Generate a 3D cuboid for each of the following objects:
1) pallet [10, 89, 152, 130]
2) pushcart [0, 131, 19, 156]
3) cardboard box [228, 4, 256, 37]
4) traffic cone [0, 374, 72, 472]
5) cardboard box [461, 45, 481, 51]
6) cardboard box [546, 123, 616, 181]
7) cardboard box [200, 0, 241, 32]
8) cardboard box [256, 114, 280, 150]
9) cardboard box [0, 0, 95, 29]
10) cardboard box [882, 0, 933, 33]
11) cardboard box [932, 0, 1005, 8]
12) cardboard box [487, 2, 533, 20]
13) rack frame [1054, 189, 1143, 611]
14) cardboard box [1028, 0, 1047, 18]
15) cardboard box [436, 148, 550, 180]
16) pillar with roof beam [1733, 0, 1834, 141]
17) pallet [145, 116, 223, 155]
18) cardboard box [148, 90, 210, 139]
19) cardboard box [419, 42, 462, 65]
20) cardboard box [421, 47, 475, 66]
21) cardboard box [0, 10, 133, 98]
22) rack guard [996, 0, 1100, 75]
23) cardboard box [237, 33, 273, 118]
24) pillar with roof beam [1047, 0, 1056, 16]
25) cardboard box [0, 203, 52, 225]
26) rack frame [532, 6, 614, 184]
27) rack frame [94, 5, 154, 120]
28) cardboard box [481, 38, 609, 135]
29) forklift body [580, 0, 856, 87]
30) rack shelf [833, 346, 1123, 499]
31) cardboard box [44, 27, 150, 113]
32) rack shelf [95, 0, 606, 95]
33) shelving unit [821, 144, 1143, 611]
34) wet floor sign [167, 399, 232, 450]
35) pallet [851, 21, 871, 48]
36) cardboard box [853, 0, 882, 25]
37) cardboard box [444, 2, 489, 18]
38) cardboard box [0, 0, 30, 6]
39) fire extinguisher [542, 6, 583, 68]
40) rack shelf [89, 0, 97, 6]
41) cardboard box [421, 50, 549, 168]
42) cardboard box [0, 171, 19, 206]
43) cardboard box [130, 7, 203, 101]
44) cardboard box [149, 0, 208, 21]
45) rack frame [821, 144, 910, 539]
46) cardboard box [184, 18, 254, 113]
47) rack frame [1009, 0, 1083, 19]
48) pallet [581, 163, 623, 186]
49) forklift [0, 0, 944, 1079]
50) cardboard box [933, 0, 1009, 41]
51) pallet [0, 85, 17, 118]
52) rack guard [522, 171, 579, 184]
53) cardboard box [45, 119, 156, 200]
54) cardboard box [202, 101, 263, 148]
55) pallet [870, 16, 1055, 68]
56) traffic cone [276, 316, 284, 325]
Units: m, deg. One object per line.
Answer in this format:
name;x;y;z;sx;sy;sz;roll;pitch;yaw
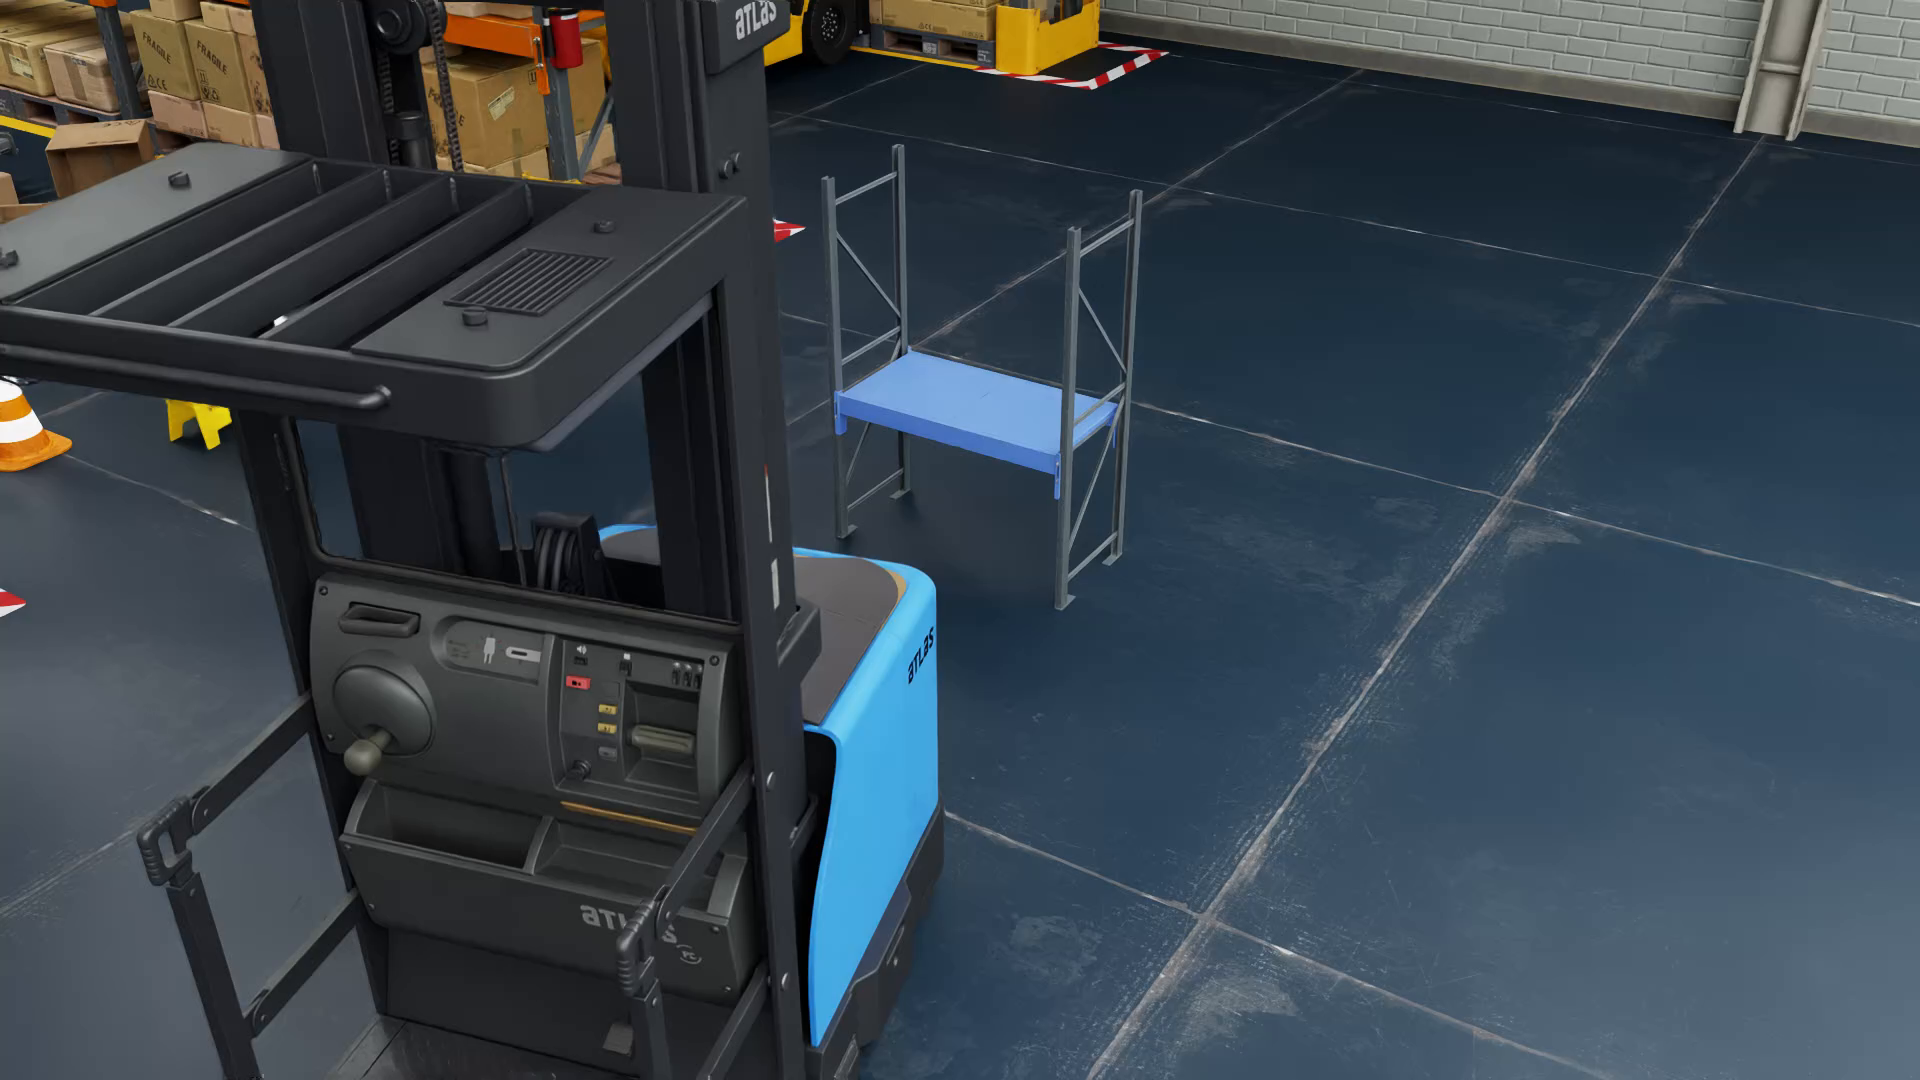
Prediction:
pallet;-5.992;-3.159;11.955;1.213;0.211;1.003;18;35;27
pushcart;-6.501;-2.036;9.866;0.936;0.377;1.648;6;31;10
cardboard box;-4.236;-3.213;10.205;0.250;0.149;0.380;20;36;30
traffic cone;-4.185;-0.597;7.313;0.334;0.463;0.336;18;35;27
cardboard box;-2.946;-2.880;10.277;0.500;0.500;0.500;16;34;26
cardboard box;-2.480;-2.412;10.219;0.500;0.250;0.500;17;34;27
cardboard box;-4.465;-3.284;10.326;0.250;0.149;0.380;19;35;29
cardboard box;-4.067;-2.597;10.536;0.500;0.250;0.500;17;34;27
cardboard box;-6.978;-3.718;12.337;0.625;0.372;0.950;19;35;29
cardboard box;-0.290;-4.325;13.499;0.500;0.250;0.500;18;35;27
cardboard box;0.113;-4.410;13.148;0.500;0.250;0.500;17;34;27
cardboard box;-2.374;-2.984;9.138;0.250;0.149;0.380;19;35;29
rack frame;0.503;-0.489;6.099;0.032;1.500;0.500;18;35;27
cardboard box;0.380;-4.412;13.648;0.500;0.250;0.500;18;35;28
cardboard box;-2.792;-2.186;9.832;0.500;0.250;0.500;17;34;27
pillar with roof beam;3.375;-4.921;6.255;0.400;9.000;9.100;18;35;27
pallet;-4.744;-2.786;11.316;1.213;0.211;1.003;18;35;27
cardboard box;-4.975;-2.876;11.015;0.500;0.250;0.500;16;34;25
cardboard box;-3.108;-2.855;9.590;0.250;0.149;0.380;19;35;29
cardboard box;-3.205;-2.643;9.872;0.500;0.500;0.500;19;35;29
cardboard box;-6.388;-3.532;12.019;0.625;0.372;0.950;20;36;30
rack guard;0.712;-4.117;13.311;0.348;0.500;1.175;18;35;27
cardboard box;-4.078;-2.922;10.349;0.500;0.500;0.500;20;36;30
pillar with roof beam;-1.707;-6.528;9.010;0.400;9.000;9.100;18;35;27
cardboard box;-4.777;-1.396;8.643;0.637;0.503;0.797;-4;30;-7
rack frame;-1.944;-3.084;9.059;0.127;3.000;1.000;18;35;27
rack frame;-5.332;-4.155;10.896;0.127;3.000;1.000;18;35;27
cardboard box;-2.500;-2.742;10.041;0.500;0.500;0.500;16;34;26
forklift body;-1.884;-4.566;12.442;1.214;2.155;2.313;18;35;27
rack shelf;0.072;-0.470;6.424;1.000;0.185;0.538;18;35;27
cardboard box;-5.777;-3.341;11.691;0.625;0.372;0.950;18;35;28
rack shelf;-3.638;-3.309;10.159;4.000;0.370;1.077;18;35;27
shelving unit;0.072;-0.625;6.333;1.048;1.500;0.538;18;35;27
wet floor sign;-3.413;-0.764;7.420;0.232;0.644;0.267;12;32;19
pallet;-1.007;-4.513;14.276;1.213;0.211;1.003;18;35;27
cardboard box;-0.709;-4.463;13.736;0.500;0.250;0.500;18;35;28
cardboard box;-2.648;-3.005;9.173;0.250;0.149;0.380;17;34;27
cardboard box;-7.617;-3.923;12.689;0.625;0.372;0.950;17;34;26
fire extinguisher;-2.092;-2.823;8.689;0.183;0.674;0.296;18;35;27
rack shelf;-7.026;-4.380;11.996;4.000;0.370;1.077;18;35;27
cardboard box;-2.761;-2.505;9.634;0.500;0.500;0.500;18;35;28
cardboard box;-5.574;-1.701;9.032;0.503;0.637;0.797;18;35;27
cardboard box;-4.975;-3.200;10.826;0.500;0.500;0.500;19;35;30
cardboard box;-4.902;-3.421;10.561;0.250;0.149;0.380;18;35;28
rack frame;-0.358;-0.761;6.566;0.032;1.500;0.500;18;35;27
cardboard box;-4.516;-3.061;10.588;0.500;0.500;0.500;19;35;29
rack frame;0.692;-5.203;12.692;0.127;3.000;1.000;18;35;27
pallet;-2.677;-2.132;10.196;1.213;0.211;1.003;18;35;27
forklift;-0.966;0.375;3.198;1.130;2.935;3.031;9;31;15
cardboard box;0.126;-4.188;13.264;0.500;0.250;0.500;18;35;28
pallet;-7.029;-3.485;12.515;1.213;0.211;1.003;18;35;27
rack guard;-2.008;-2.024;9.724;0.348;0.500;1.175;18;35;27
cardboard box;-5.148;-2.209;10.038;0.500;0.500;0.500;-9;32;-15
cardboard box;-4.517;-2.738;10.778;0.500;0.250;0.500;20;36;30
pallet;0.022;-4.186;13.715;1.213;0.211;1.003;18;35;27
traffic cone;-3.296;-0.988;7.984;0.334;0.463;0.336;18;35;27
